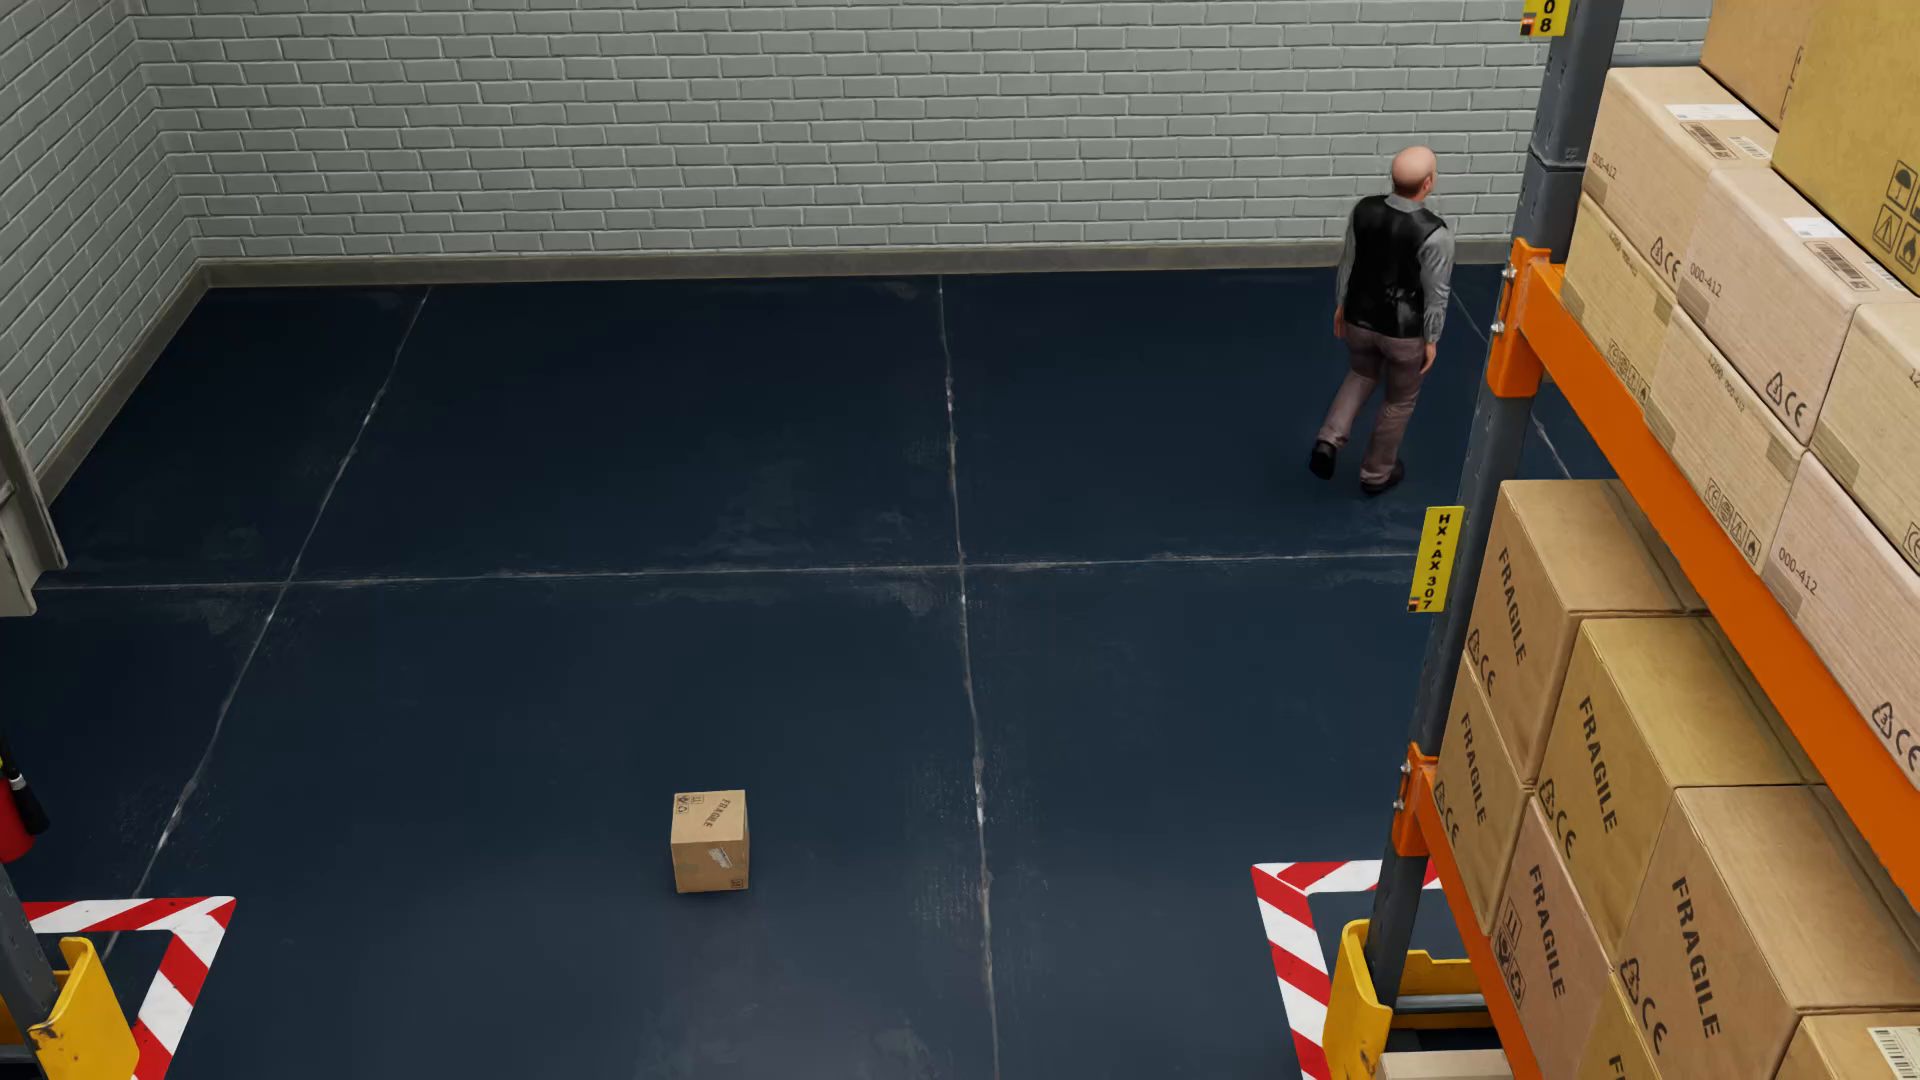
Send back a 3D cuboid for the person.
[{"bbox_3d":[1.922,-0.957,7.486,0.547,1.711,0.539,29,44,35],"label":"person"}]
